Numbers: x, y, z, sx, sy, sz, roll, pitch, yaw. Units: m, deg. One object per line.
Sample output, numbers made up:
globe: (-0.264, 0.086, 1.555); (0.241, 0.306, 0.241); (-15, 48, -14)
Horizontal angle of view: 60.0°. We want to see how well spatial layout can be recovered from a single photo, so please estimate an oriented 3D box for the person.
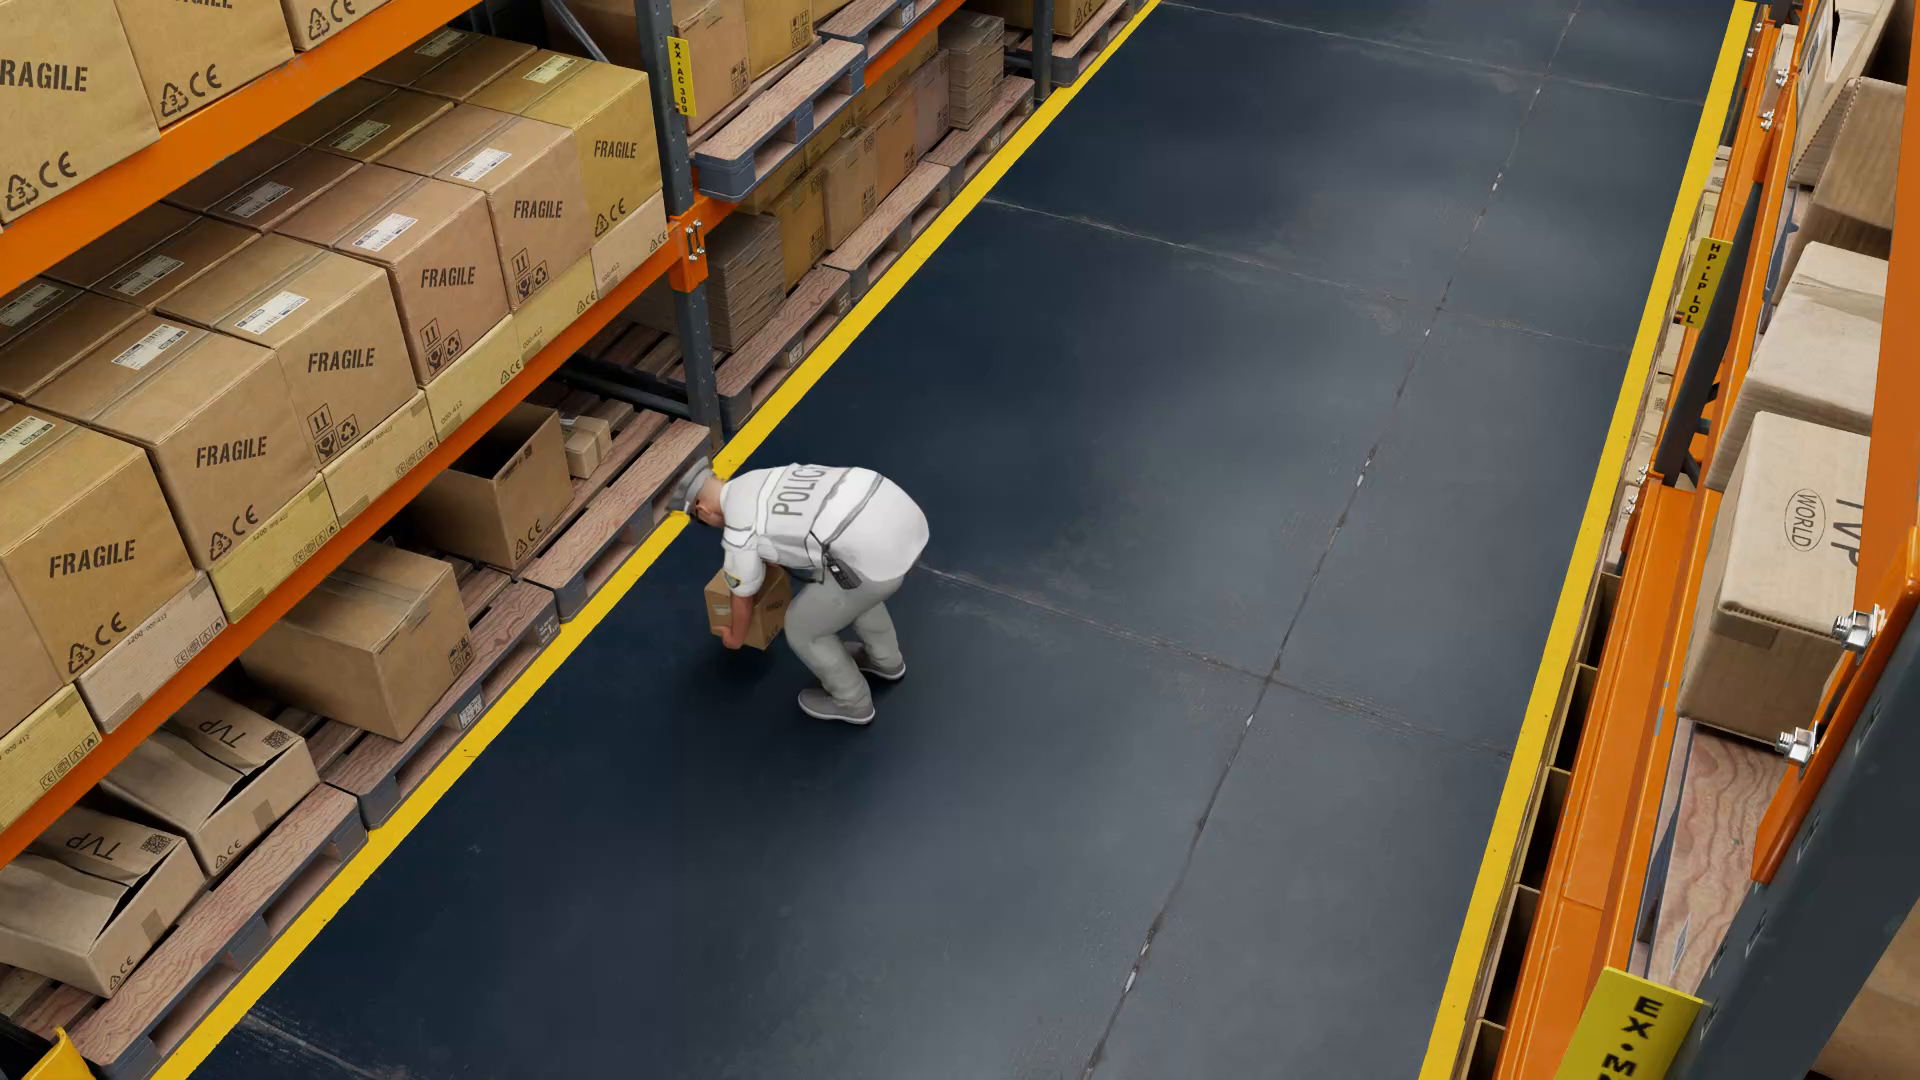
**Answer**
person: (-0.633, 0.150, 6.501); (1.042, 1.069, 0.516); (15, 44, 17)
